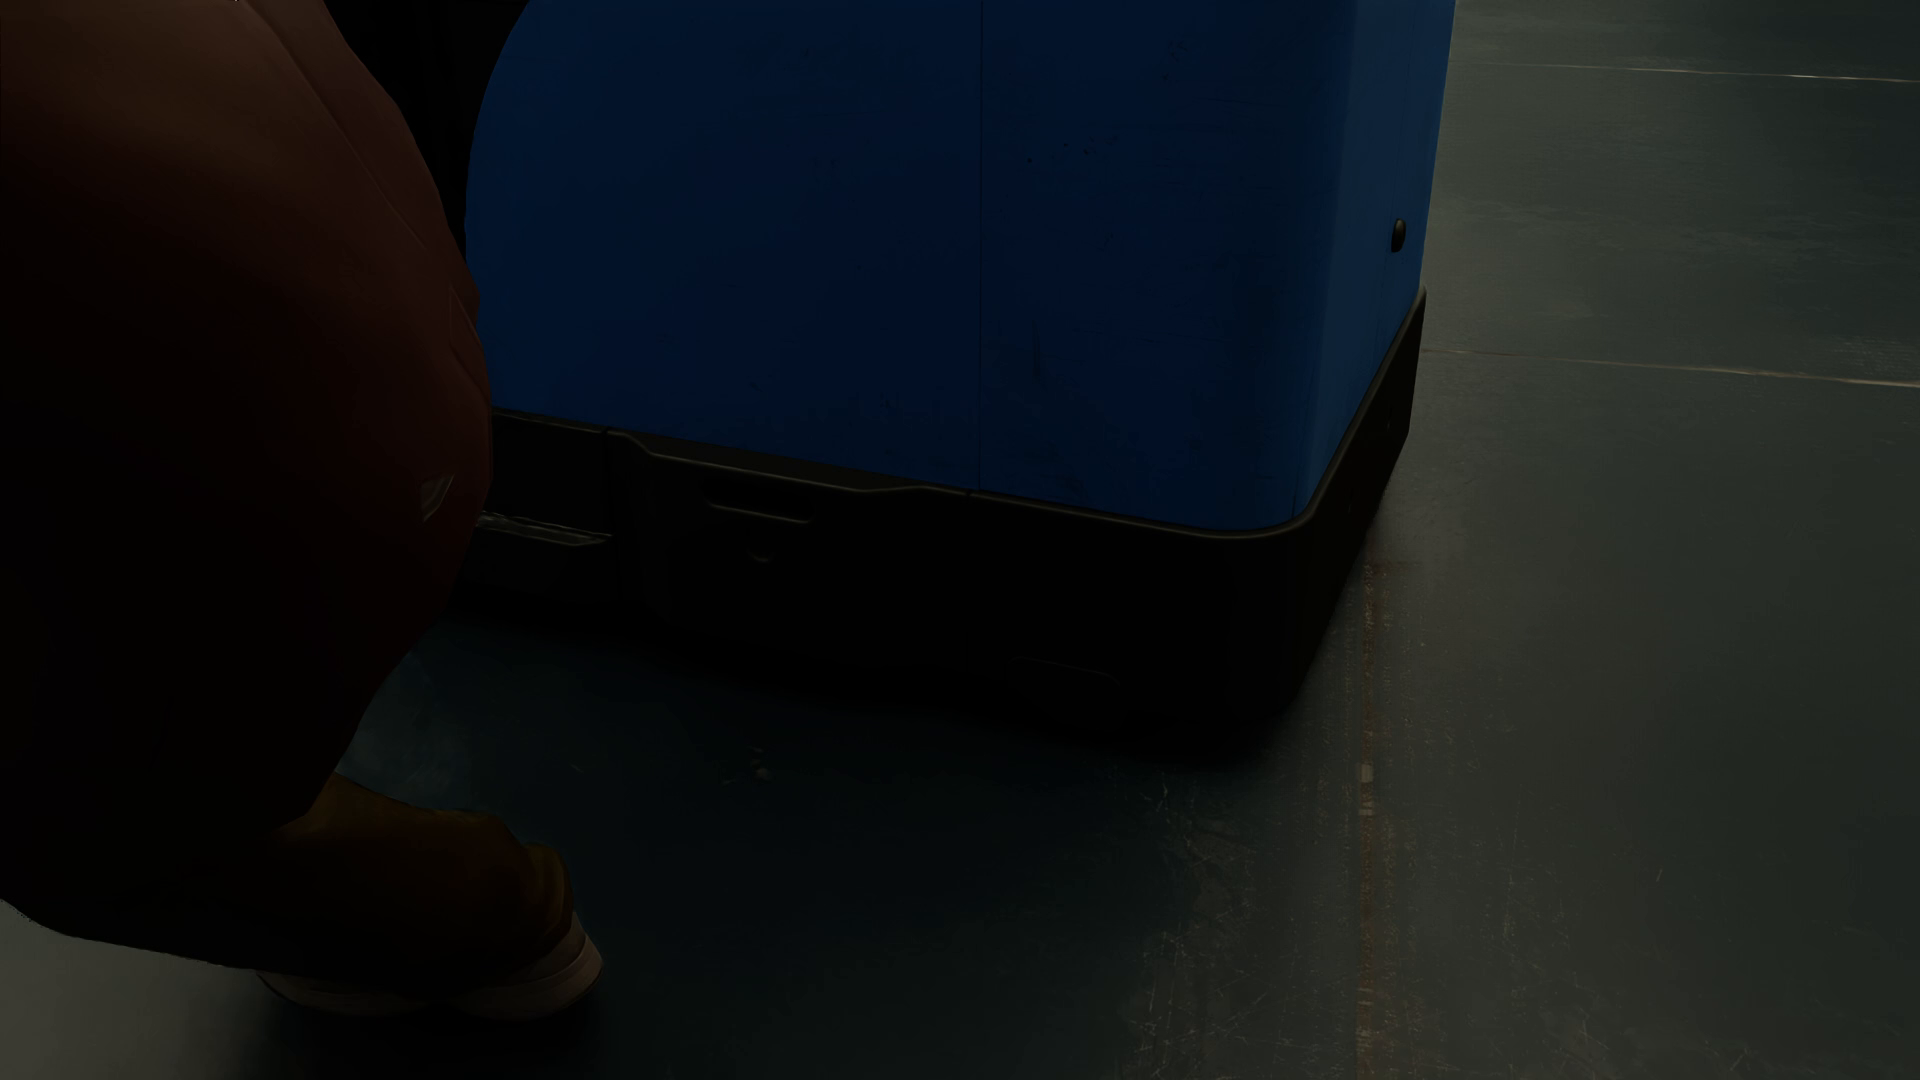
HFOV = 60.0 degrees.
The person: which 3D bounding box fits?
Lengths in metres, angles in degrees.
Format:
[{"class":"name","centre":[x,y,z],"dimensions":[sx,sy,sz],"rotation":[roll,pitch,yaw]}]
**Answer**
[{"class":"person","centre":[-0.736,-0.107,1.018],"dimensions":[0.918,1.535,1.018],"rotation":[-2,27,-4]}]

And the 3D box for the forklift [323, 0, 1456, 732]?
[{"class":"forklift","centre":[-0.842,-1.495,2.210],"dimensions":[3.031,2.935,1.130],"rotation":[10,29,20]}]
